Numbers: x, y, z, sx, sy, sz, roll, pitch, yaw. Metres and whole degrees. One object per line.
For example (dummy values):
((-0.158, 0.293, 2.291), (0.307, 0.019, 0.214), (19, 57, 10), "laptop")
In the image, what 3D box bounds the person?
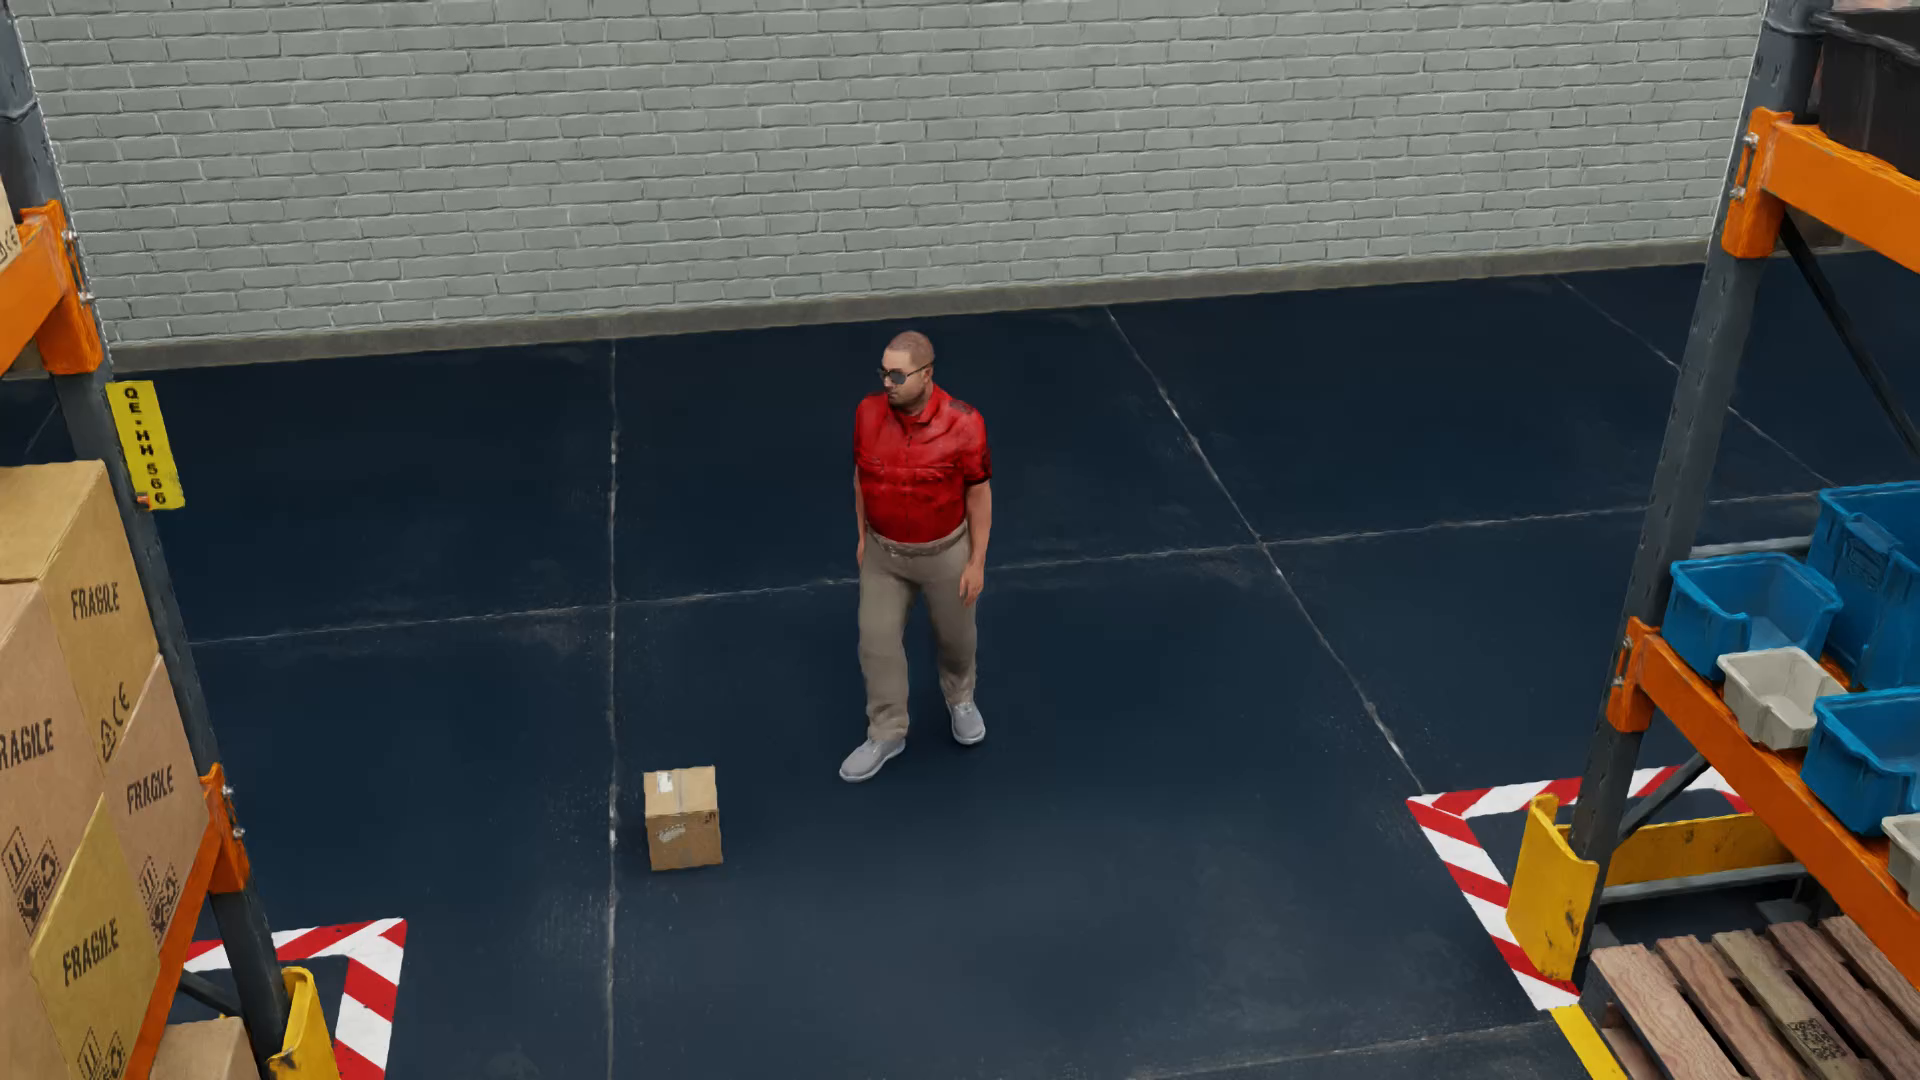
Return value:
((-0.137, 0.036, 6.112), (0.420, 1.569, 0.465), (9, 32, 15), "person")
